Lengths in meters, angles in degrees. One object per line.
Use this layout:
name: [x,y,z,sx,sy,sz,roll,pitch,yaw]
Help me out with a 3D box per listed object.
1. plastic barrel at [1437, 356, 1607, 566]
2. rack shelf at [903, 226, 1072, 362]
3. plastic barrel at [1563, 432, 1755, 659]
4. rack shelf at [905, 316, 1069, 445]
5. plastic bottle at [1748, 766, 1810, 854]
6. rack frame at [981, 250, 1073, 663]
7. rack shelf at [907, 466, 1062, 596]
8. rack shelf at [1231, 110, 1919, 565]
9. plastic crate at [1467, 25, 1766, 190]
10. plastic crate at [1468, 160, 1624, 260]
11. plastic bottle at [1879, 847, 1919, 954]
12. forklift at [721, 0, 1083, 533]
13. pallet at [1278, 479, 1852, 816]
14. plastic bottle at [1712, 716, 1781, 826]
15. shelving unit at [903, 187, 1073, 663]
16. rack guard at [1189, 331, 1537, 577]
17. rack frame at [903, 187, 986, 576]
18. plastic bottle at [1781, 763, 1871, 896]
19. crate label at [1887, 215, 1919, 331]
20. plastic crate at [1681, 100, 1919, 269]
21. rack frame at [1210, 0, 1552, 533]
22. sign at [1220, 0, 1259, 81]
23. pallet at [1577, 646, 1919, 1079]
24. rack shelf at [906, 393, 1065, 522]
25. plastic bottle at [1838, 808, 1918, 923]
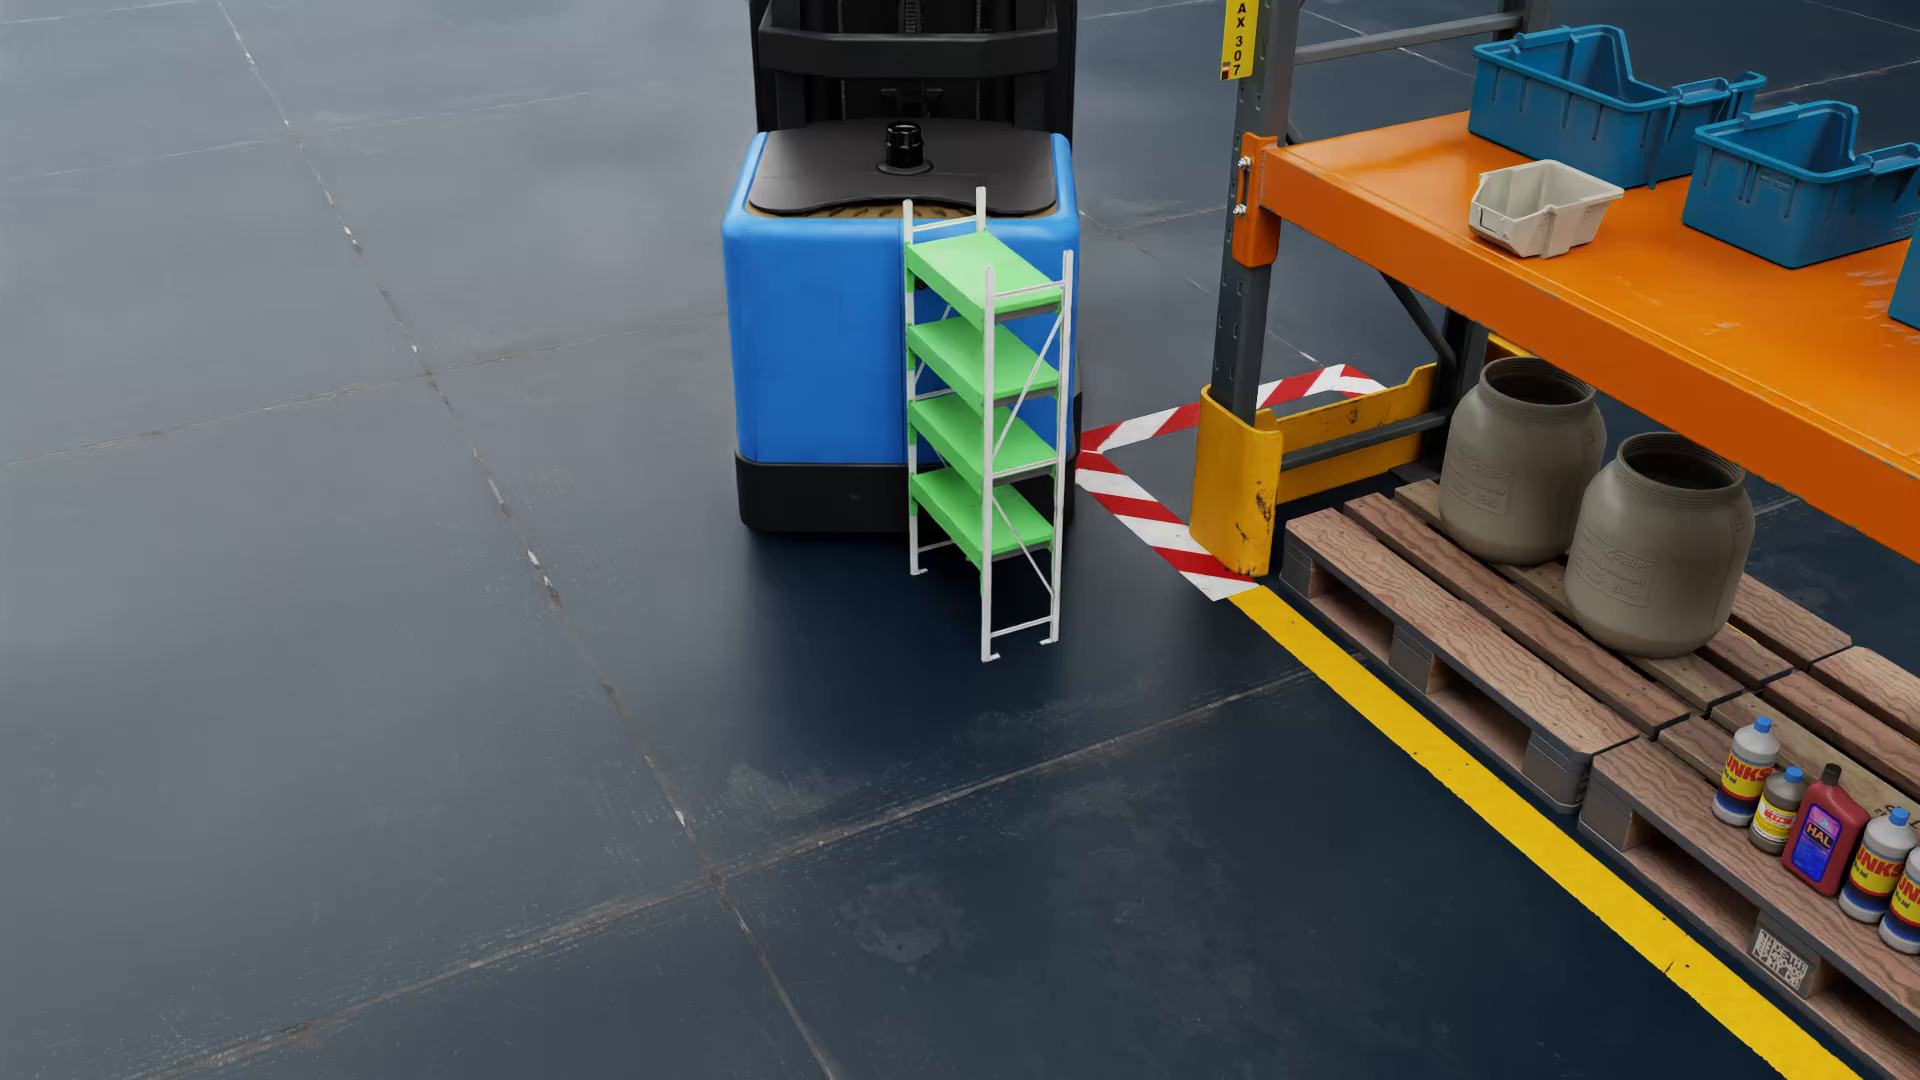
plastic barrel: [1.600,-0.225,4.737,0.421,0.512,0.421,0,33,0]
rack shelf: [0.065,-0.658,4.393,0.258,0.148,0.480,-15,35,-22]
plastic barrel: [1.834,0.015,4.364,0.421,0.512,0.421,0,33,0]
rack shelf: [0.065,-0.456,4.523,0.258,0.148,0.480,-15,35,-22]
plastic bottle: [1.843,0.596,3.726,0.097,0.201,0.097,0,33,0]
rack frame: [0.172,-0.189,4.433,0.240,1.200,0.015,-15,35,-22]
rack shelf: [0.065,-0.052,4.782,0.258,0.148,0.480,-15,35,-22]
rack shelf: [2.158,-0.133,3.344,1.077,0.370,4.000,-16,36,-23]
plastic crate: [1.723,-1.164,4.424,0.499,0.251,0.616,-16,36,-23]
plastic crate: [1.358,-0.771,3.918,0.298,0.136,0.250,-16,36,-23]
plastic bottle: [2.001,0.728,3.454,0.097,0.271,0.097,0,33,0]
forklift: [-0.151,-2.012,5.673,1.130,2.935,3.031,0,33,1]
pallet: [1.676,0.197,4.746,1.003,0.211,1.213,-16,36,-23]
plastic bottle: [1.795,0.517,3.784,0.097,0.271,0.097,0,33,0]
shelving unit: [0.065,-0.308,4.618,0.258,1.200,0.503,-15,35,-22]
rack guard: [1.302,-0.313,5.276,1.175,0.500,0.348,-16,36,-23]
rack frame: [-0.041,-0.426,4.803,0.240,1.200,0.015,-15,35,-22]
plastic bottle: [1.884,0.625,3.605,0.061,0.283,0.133,-15,36,-22]
crate label: [2.323,-0.595,3.365,0.502,0.435,0.616,-16,36,-23]
plastic crate: [2.021,-0.853,3.938,0.499,0.251,0.408,-16,36,-23]
rack frame: [1.225,-1.390,4.639,1.000,3.000,0.127,-16,36,-23]
sign: [0.737,-1.370,4.352,0.100,0.325,0.005,-16,36,-23]
pallet: [2.241,0.779,3.839,1.003,0.211,1.213,-16,36,-23]
rack shelf: [0.065,-0.254,4.652,0.258,0.148,0.480,-15,35,-22]
plastic bottle: [1.955,0.681,3.528,0.097,0.271,0.097,0,33,0]
